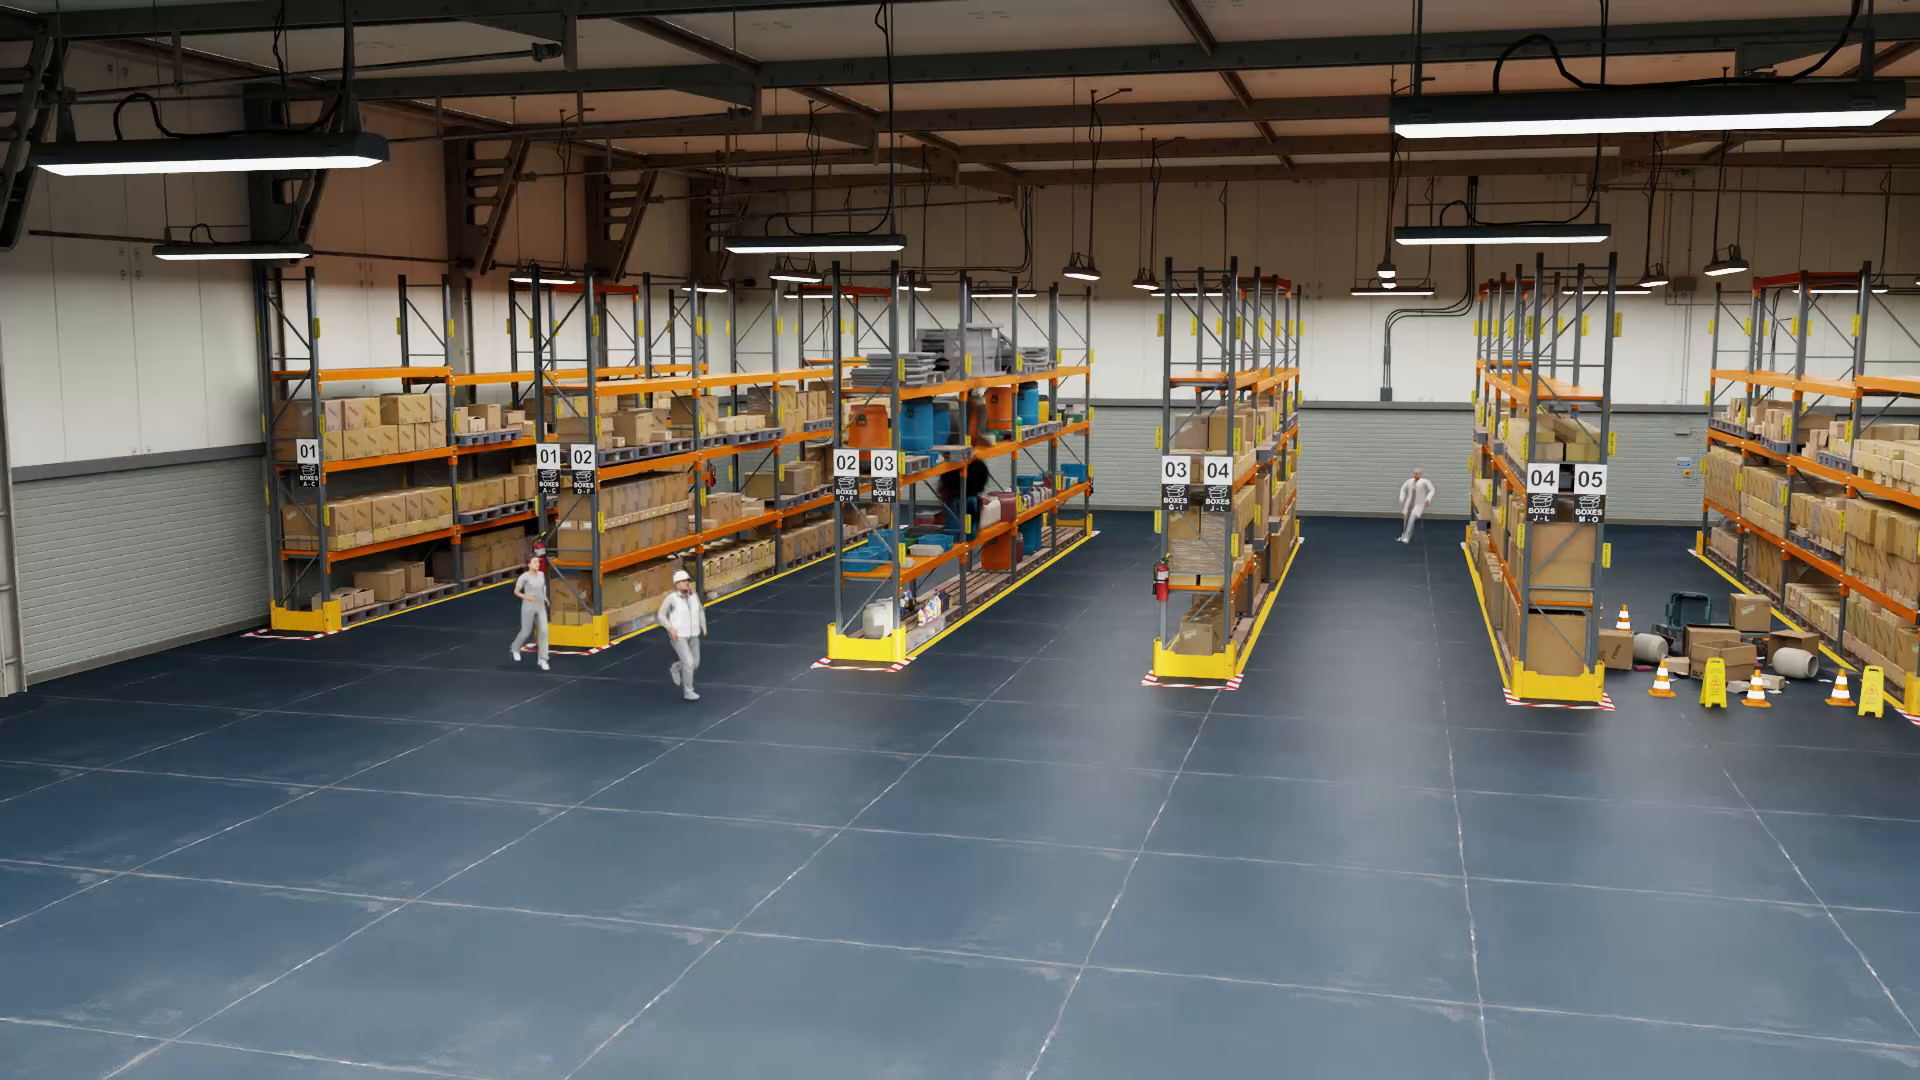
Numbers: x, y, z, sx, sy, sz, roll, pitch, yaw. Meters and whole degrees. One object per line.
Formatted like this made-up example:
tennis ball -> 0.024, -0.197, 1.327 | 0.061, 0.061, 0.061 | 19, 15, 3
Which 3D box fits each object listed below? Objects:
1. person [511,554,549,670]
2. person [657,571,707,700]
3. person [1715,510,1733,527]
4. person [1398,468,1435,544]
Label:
person -> -6.331, 1.040, 24.687 | 0.603, 1.669, 0.973 | -7, 10, -44
person -> -3.782, 1.278, 22.620 | 0.695, 1.737, 0.771 | -7, 10, -43
person -> 17.572, -0.617, 38.094 | 0.489, 1.568, 0.760 | 5, 9, 34
person -> 10.467, -0.786, 38.515 | 0.904, 1.751, 1.007 | 6, 10, 42
